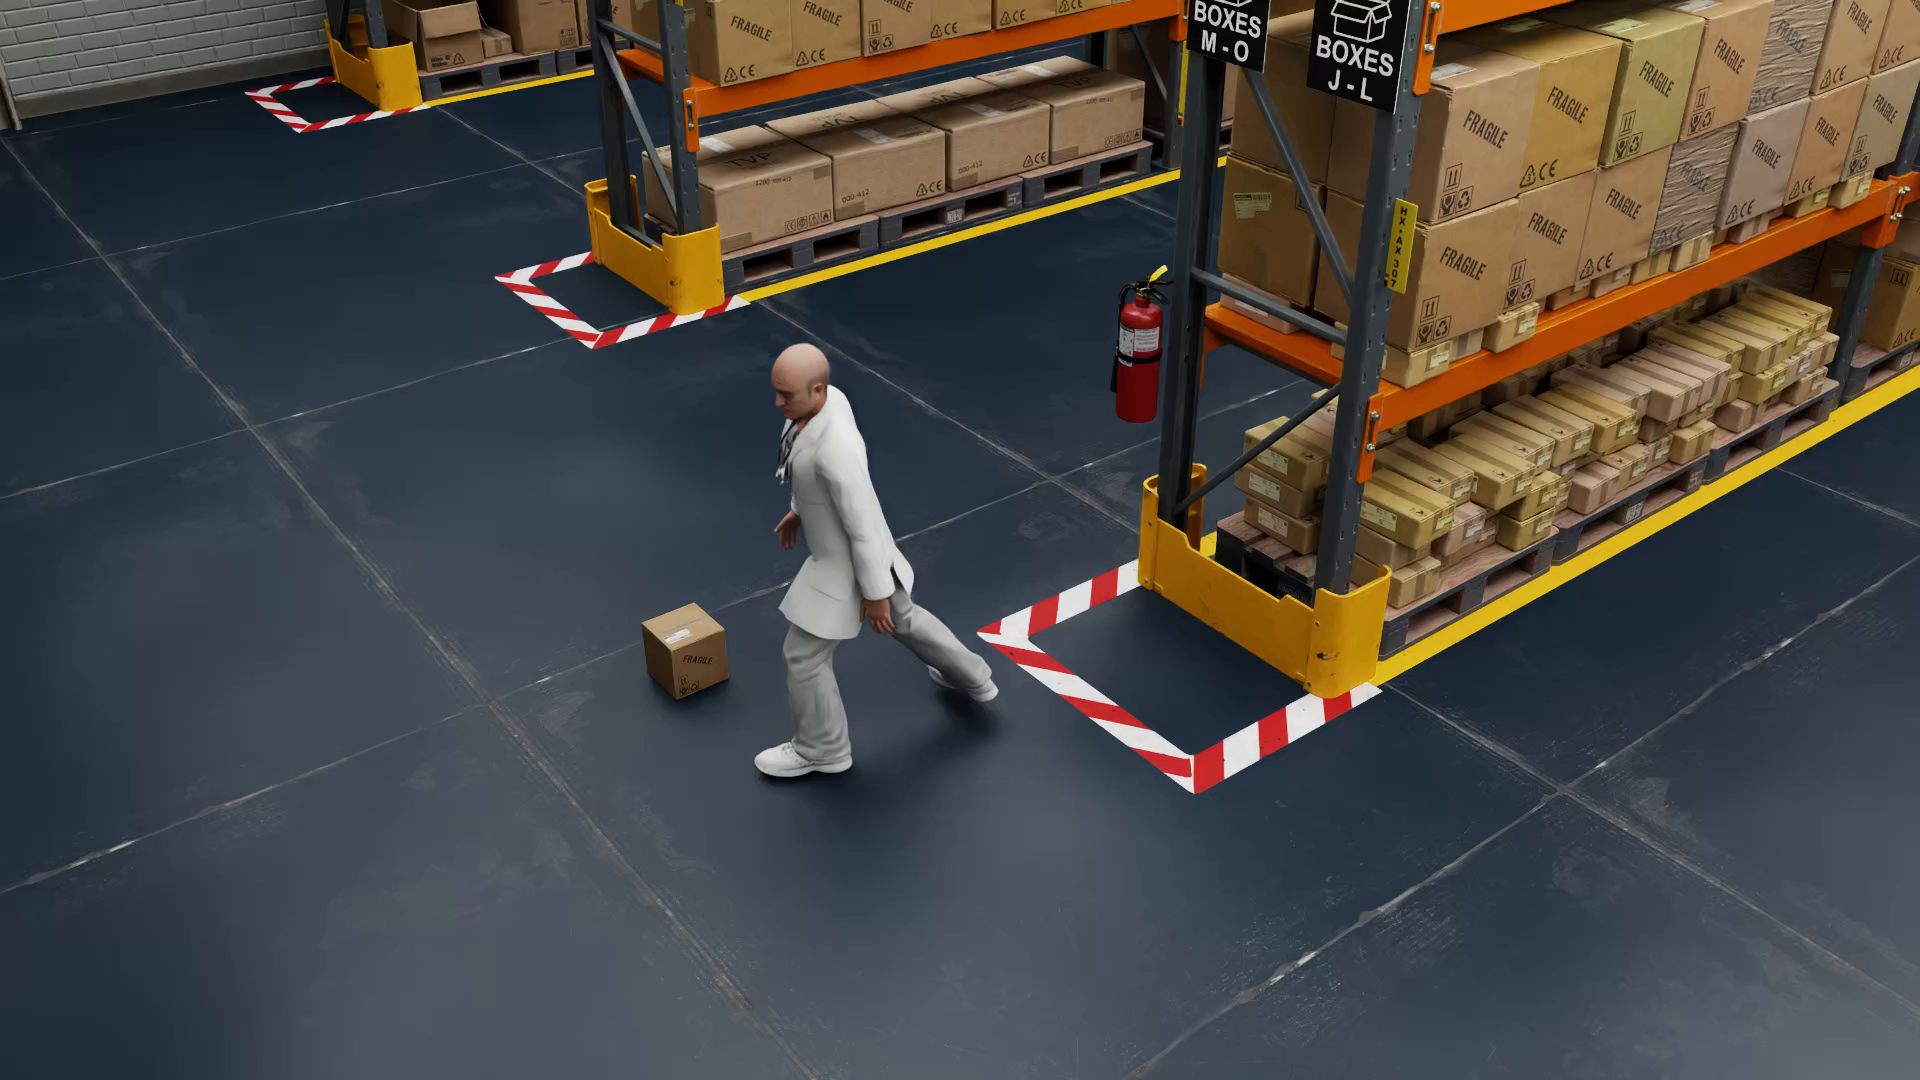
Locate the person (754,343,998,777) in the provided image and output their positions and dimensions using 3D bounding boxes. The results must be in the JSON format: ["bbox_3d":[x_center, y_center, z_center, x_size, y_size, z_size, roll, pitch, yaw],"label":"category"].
[{"bbox_3d":[-0.324,0.031,6.137,0.968,1.715,0.666,-3,32,-5],"label":"person"}]
